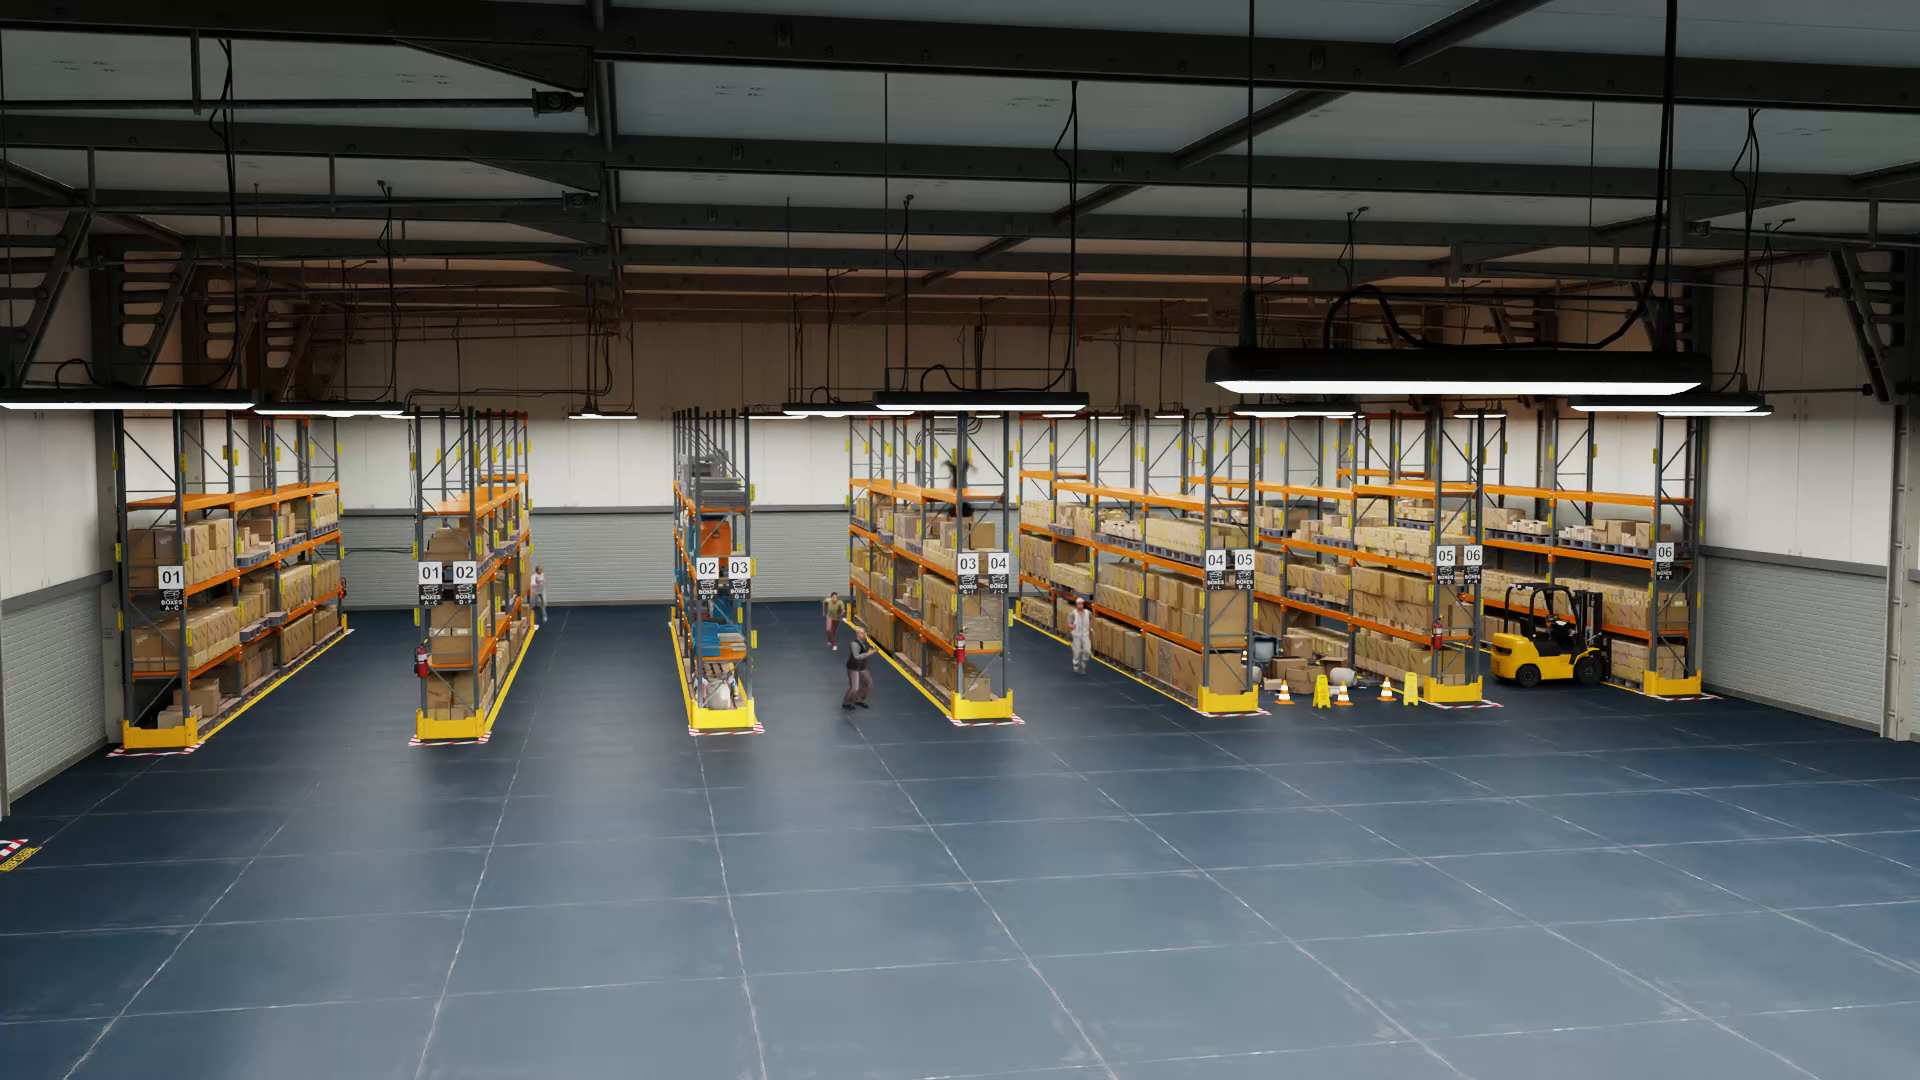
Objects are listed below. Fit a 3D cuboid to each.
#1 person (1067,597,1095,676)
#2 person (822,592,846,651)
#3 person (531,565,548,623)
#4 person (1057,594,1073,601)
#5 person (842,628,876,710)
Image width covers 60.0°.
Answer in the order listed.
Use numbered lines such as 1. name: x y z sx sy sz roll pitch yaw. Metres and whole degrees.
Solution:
1. person: 2.734 2.172 37.396 0.652 1.766 0.770 -1 4 -10
2. person: -3.180 2.004 41.870 0.585 1.502 1.041 0 4 -5
3. person: -12.059 1.637 47.549 0.810 1.404 0.518 4 6 43
4. person: 3.104 1.261 50.120 0.810 1.840 0.666 -1 4 -19
5. person: -2.020 2.559 32.805 0.850 1.680 0.613 2 5 29
